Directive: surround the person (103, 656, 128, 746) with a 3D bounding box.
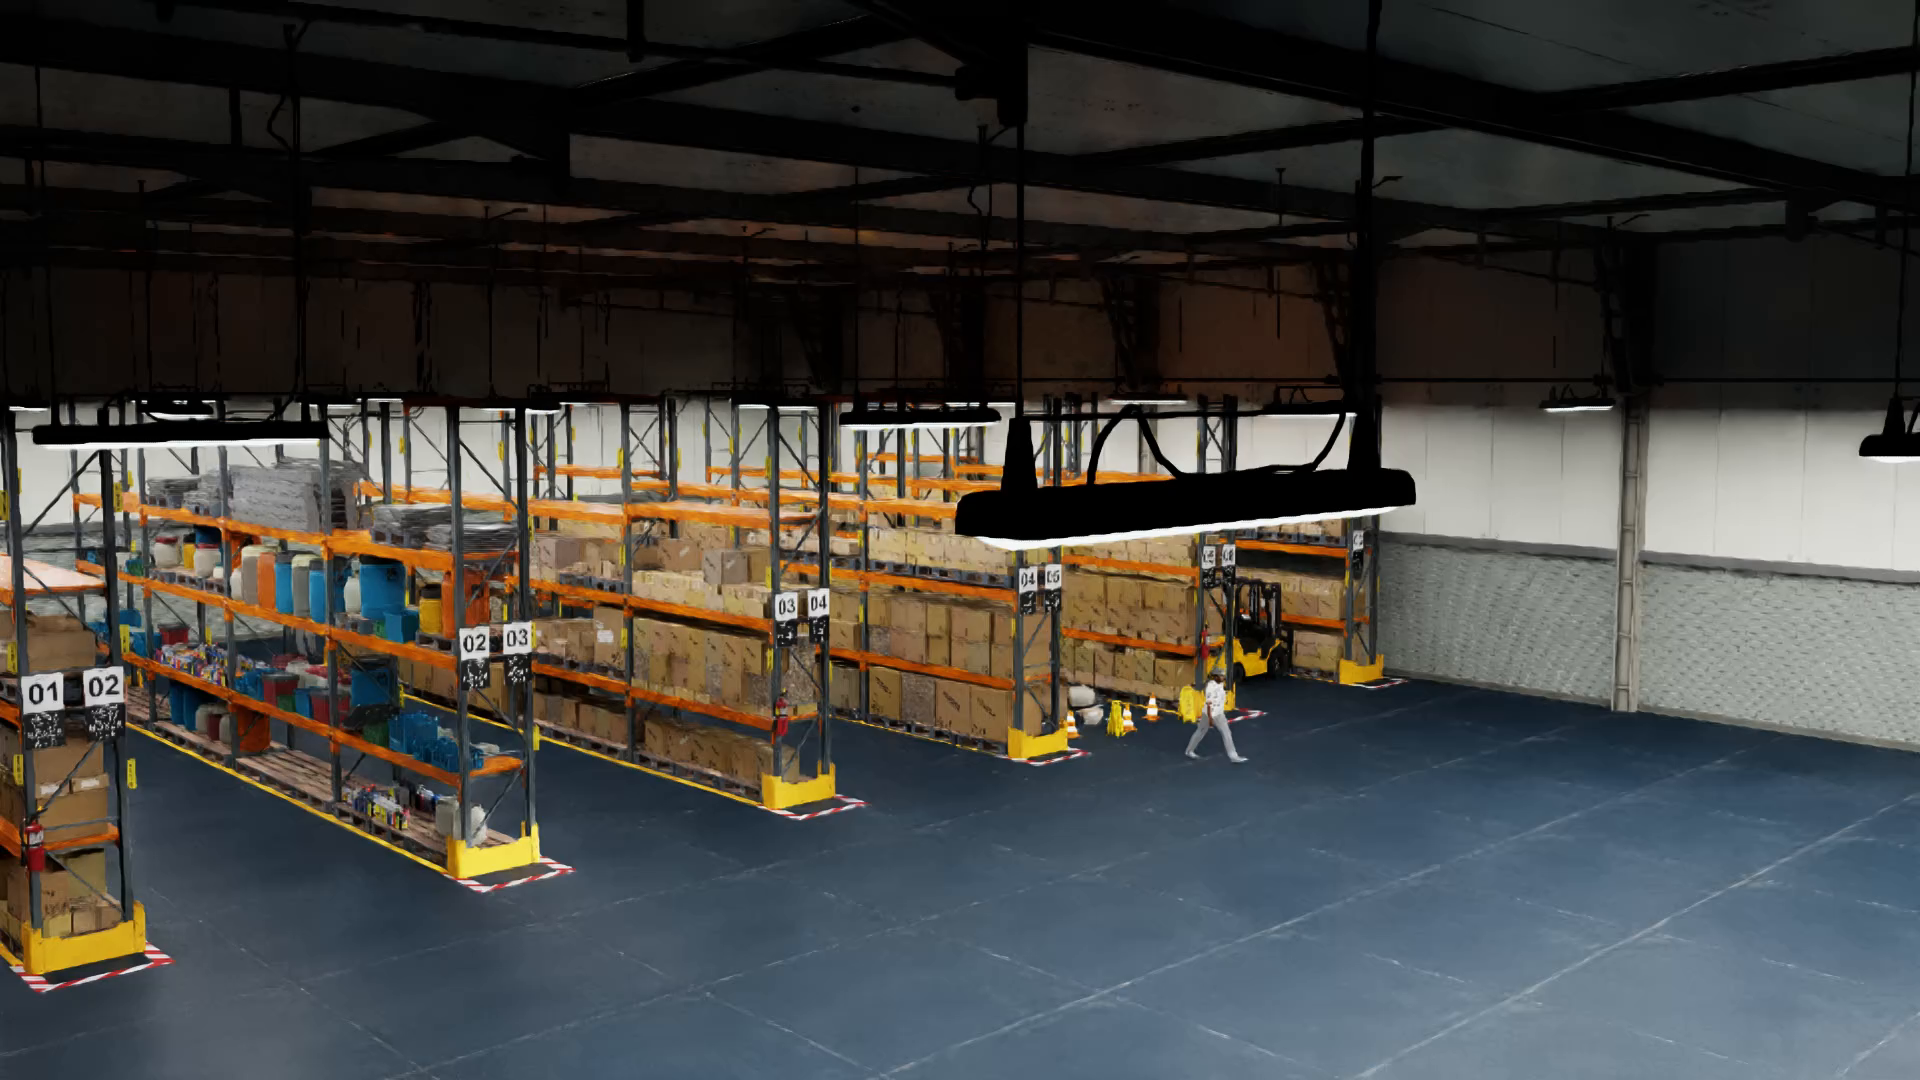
[{"bbox_3d":[-14.580,2.777,28.527,0.598,1.619,0.507,-5,8,-44],"label":"person"}]

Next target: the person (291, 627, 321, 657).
[{"bbox_3d":[-14.692,1.863,37.266,0.603,1.748,0.549,-1,6,-7],"label":"person"}]

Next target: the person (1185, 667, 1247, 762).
[{"bbox_3d":[4.213,2.865,27.483,1.088,1.587,0.455,5,8,45],"label":"person"}]
